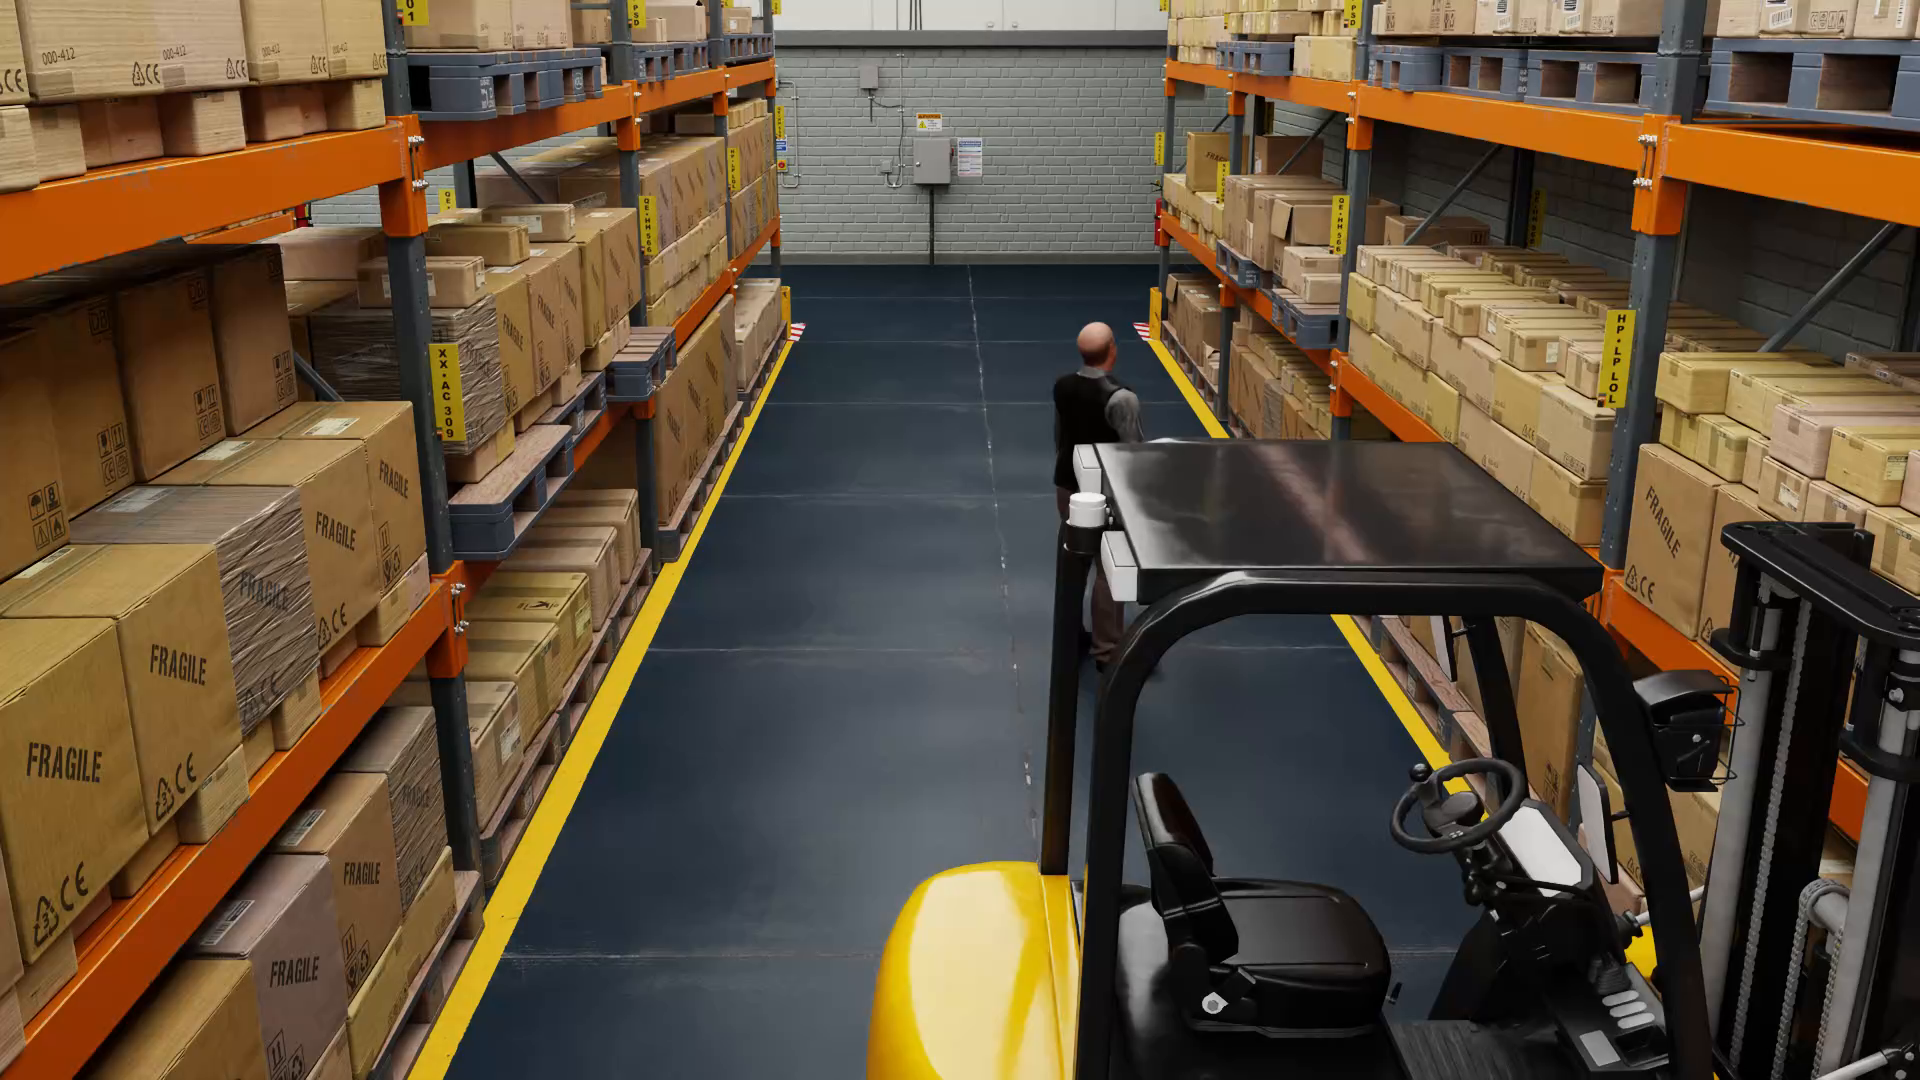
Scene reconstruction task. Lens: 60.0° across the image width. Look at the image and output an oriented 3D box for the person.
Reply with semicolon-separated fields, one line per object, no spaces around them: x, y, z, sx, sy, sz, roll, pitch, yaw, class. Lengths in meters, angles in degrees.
0.702;-0.220;8.234;0.401;1.733;0.592;-15;22;-40;person
